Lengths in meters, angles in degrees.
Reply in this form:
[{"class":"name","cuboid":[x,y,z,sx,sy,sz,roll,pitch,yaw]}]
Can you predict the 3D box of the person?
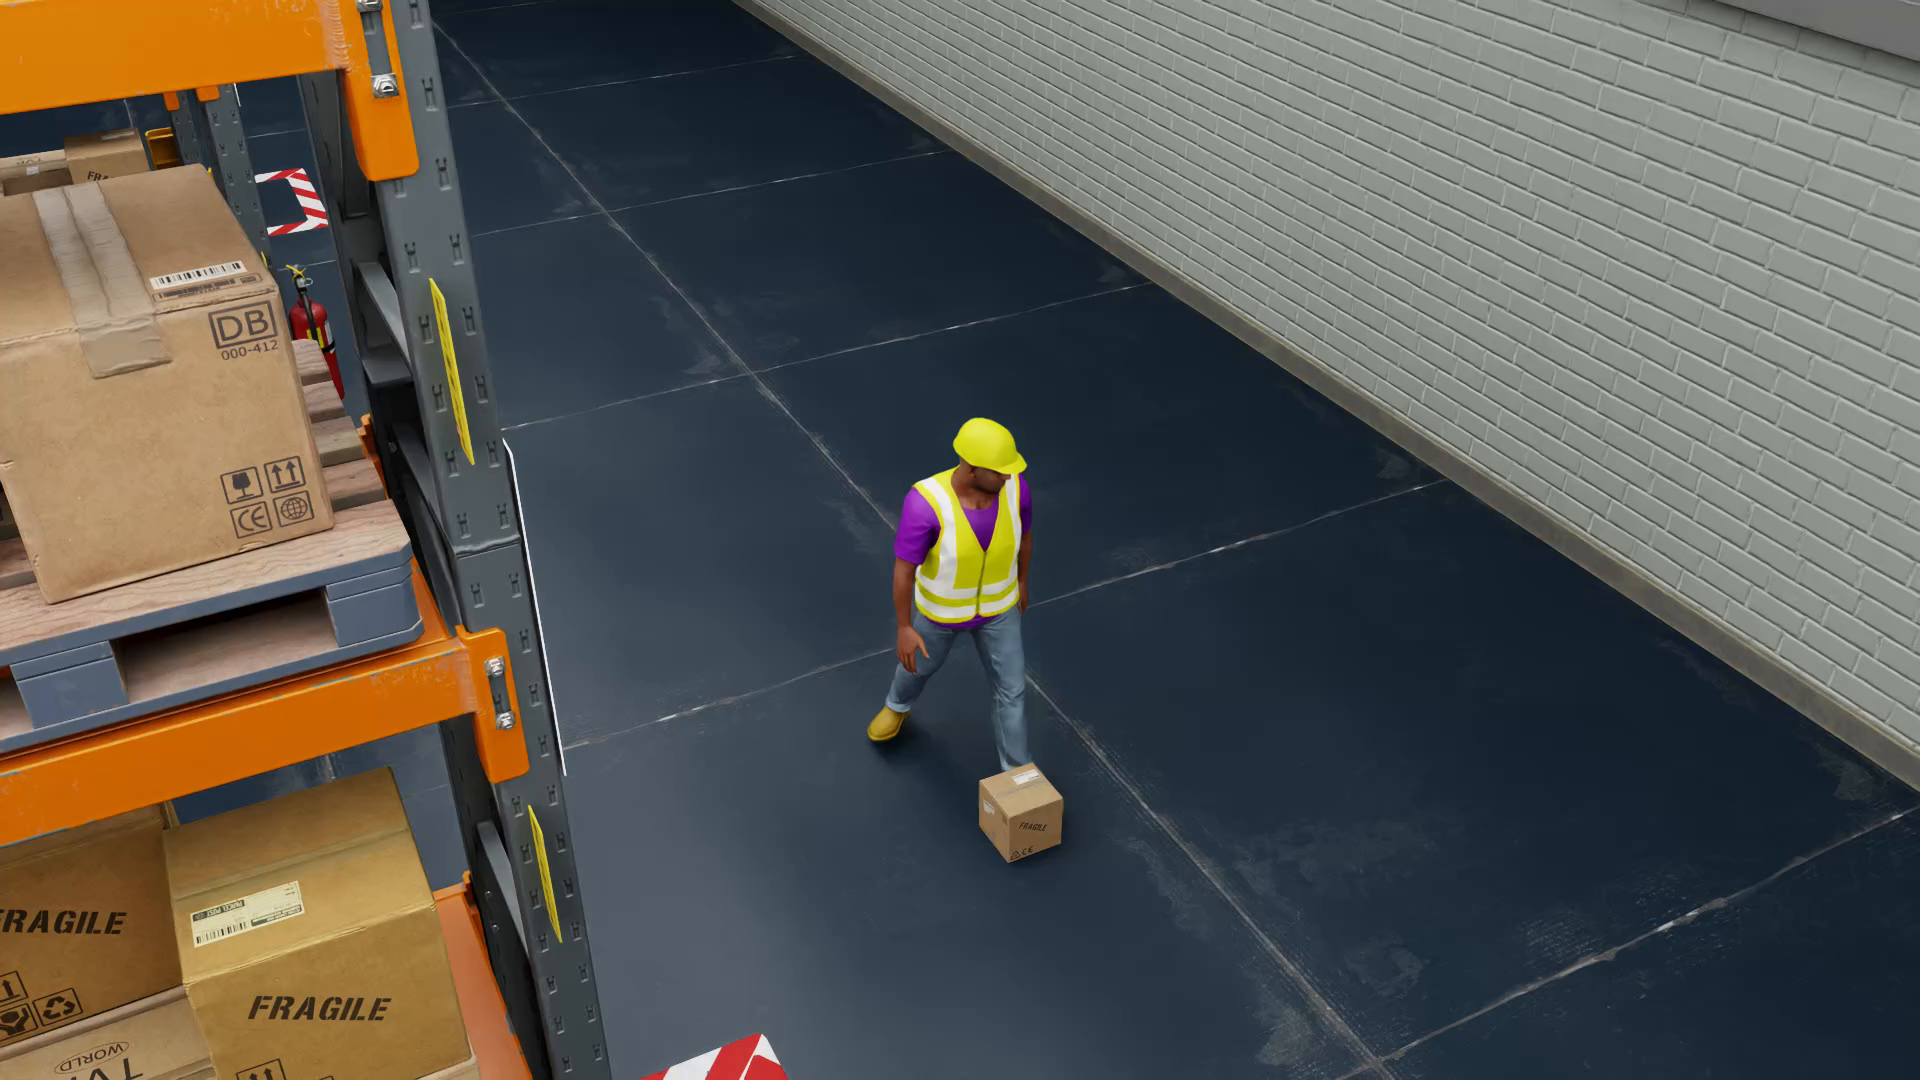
[{"class":"person","cuboid":[0.000,0.269,6.716,0.675,1.742,0.927,-10,34,-15]}]
